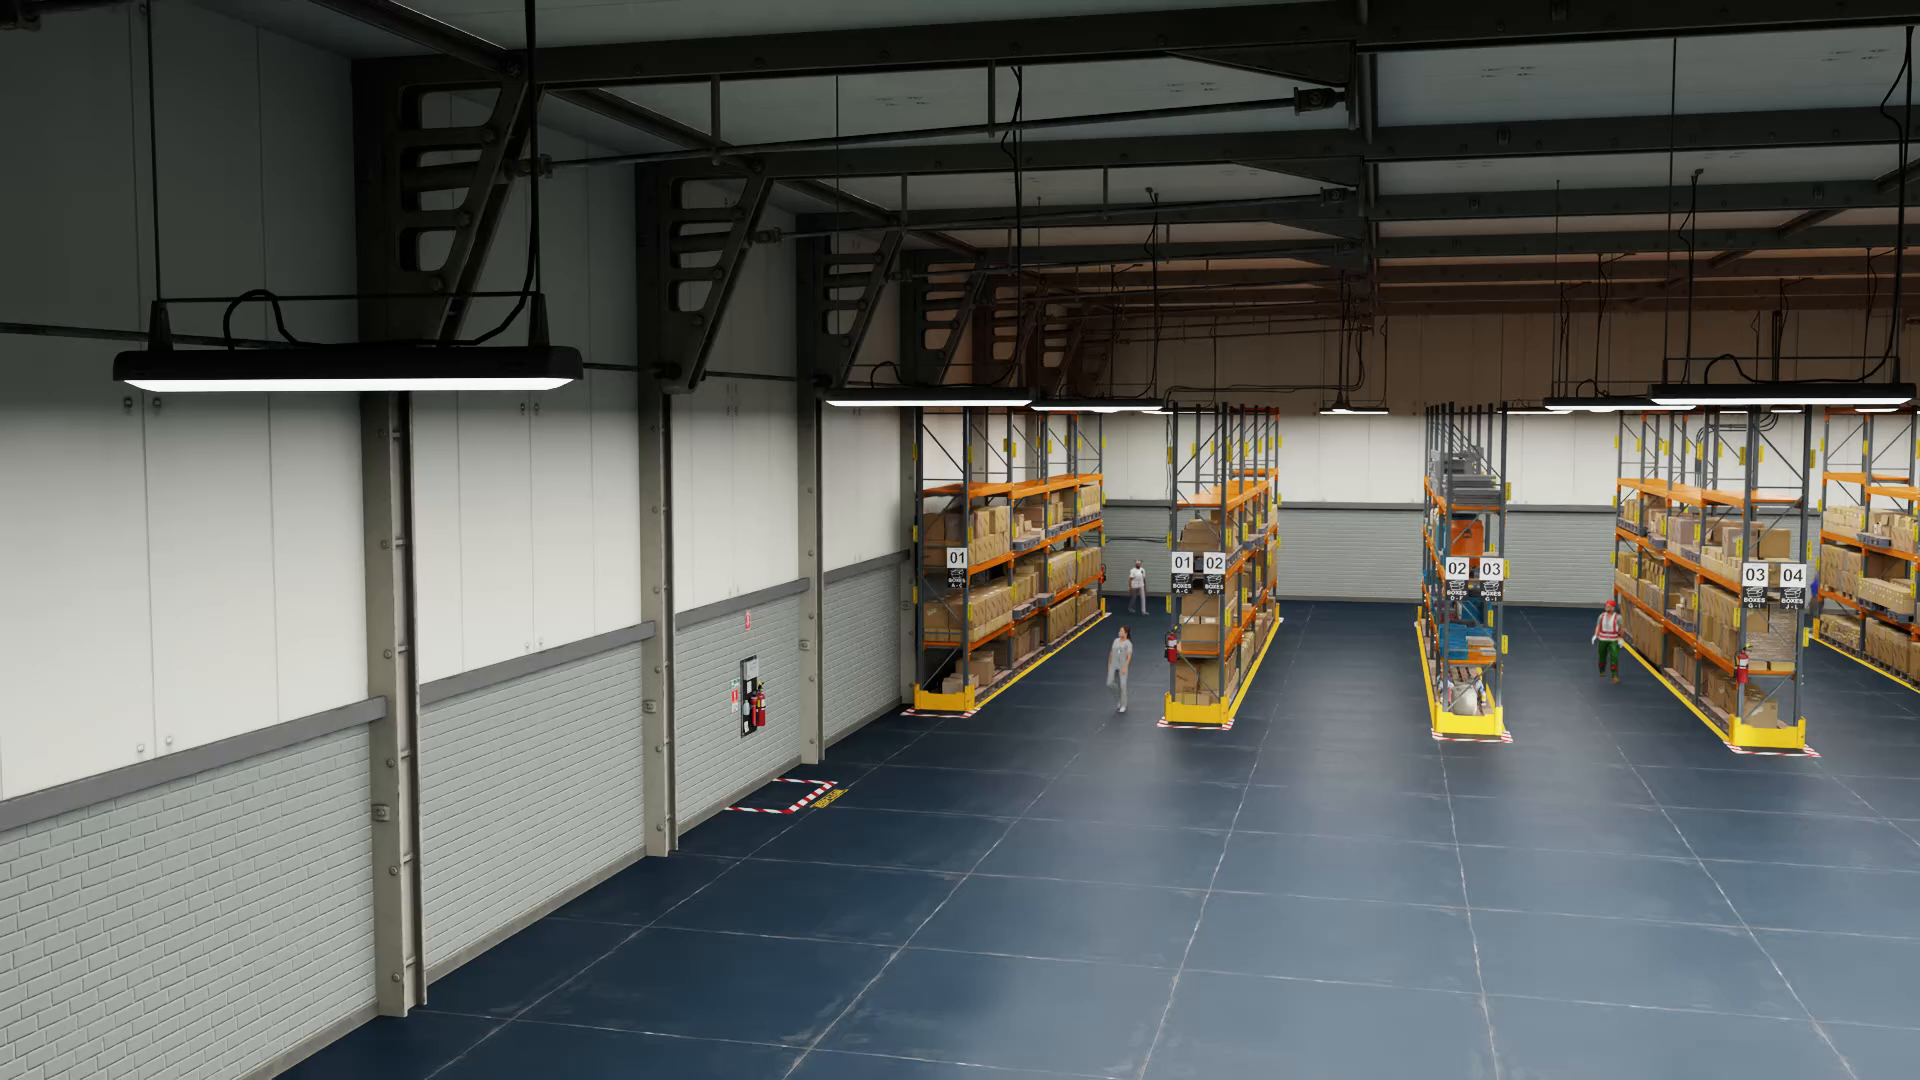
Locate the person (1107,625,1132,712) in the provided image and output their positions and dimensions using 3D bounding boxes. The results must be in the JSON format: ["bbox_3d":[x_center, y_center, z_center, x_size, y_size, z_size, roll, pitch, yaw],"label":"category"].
[{"bbox_3d":[3.093,2.499,32.397,0.531,1.665,0.502,2,5,21],"label":"person"}]

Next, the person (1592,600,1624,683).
[{"bbox_3d":[14.047,2.170,36.046,0.672,1.743,0.975,1,4,12],"label":"person"}]

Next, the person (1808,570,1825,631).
[{"bbox_3d":[22.879,1.609,44.356,0.484,1.642,0.464,1,4,11],"label":"person"}]

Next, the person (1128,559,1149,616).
[{"bbox_3d":[5.145,1.341,48.048,0.556,1.609,1.025,-1,4,-15],"label":"person"}]
